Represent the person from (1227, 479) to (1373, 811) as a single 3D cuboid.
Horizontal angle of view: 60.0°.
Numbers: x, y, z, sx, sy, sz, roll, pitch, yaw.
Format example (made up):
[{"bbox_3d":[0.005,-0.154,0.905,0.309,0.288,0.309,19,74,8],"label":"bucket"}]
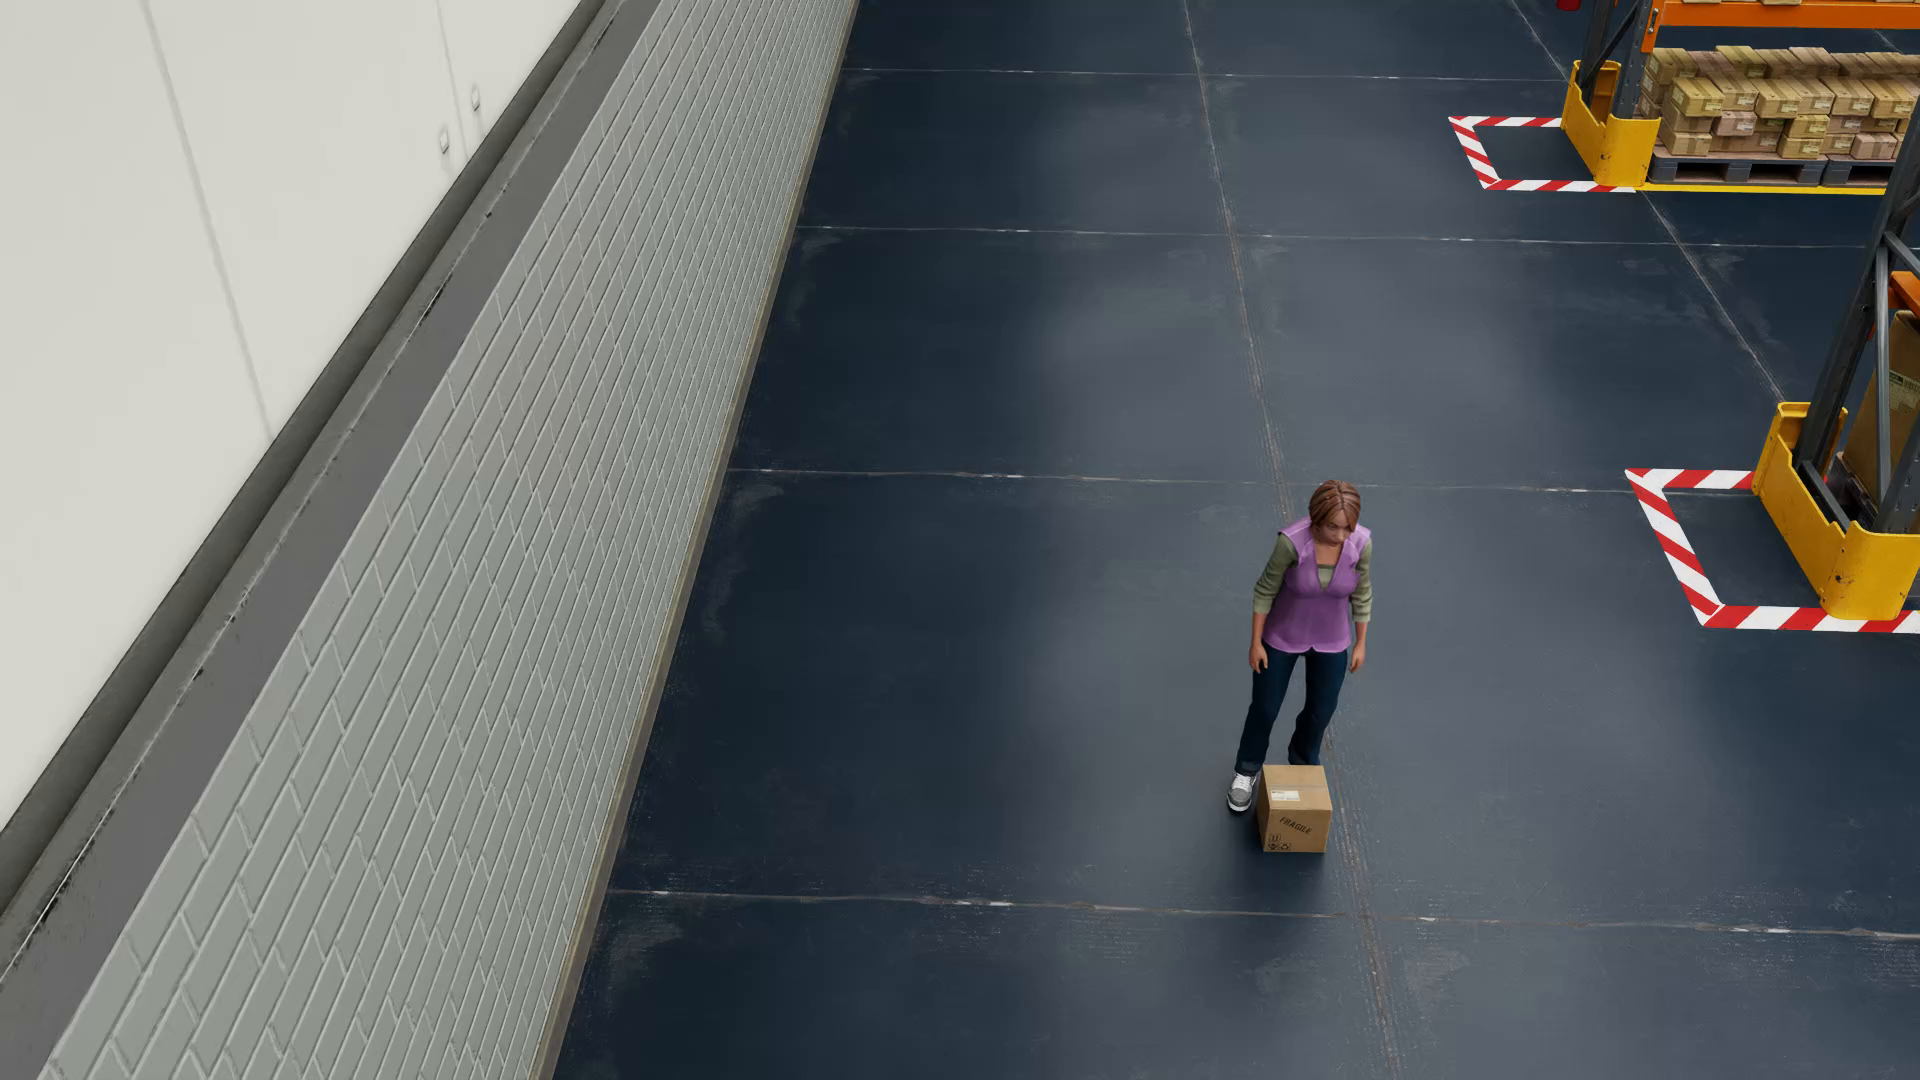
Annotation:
[{"bbox_3d":[1.361,0.412,6.568,0.483,1.582,0.340,0,36,0],"label":"person"}]
